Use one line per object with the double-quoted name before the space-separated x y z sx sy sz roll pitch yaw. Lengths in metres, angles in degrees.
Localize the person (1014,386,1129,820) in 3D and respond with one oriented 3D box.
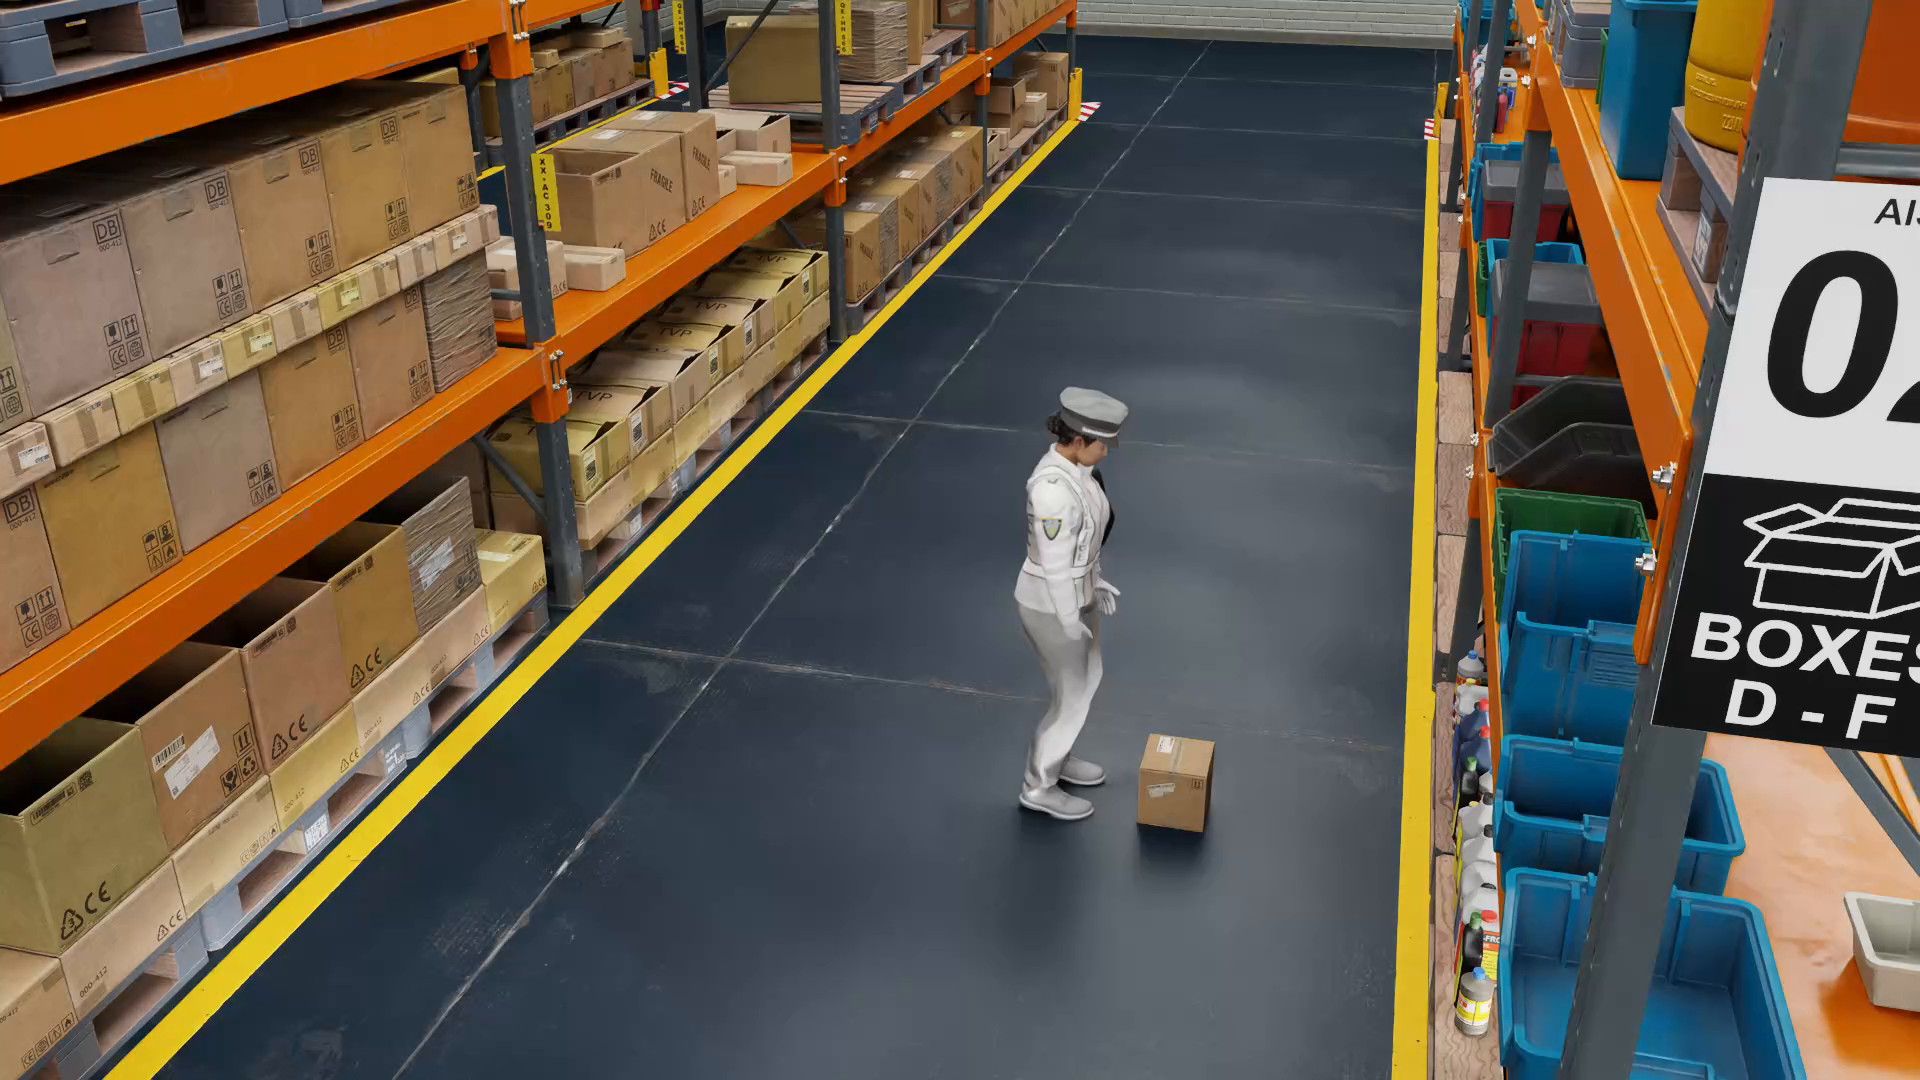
"person" 0.402 0.231 6.154 0.381 1.652 0.485 7 26 14
